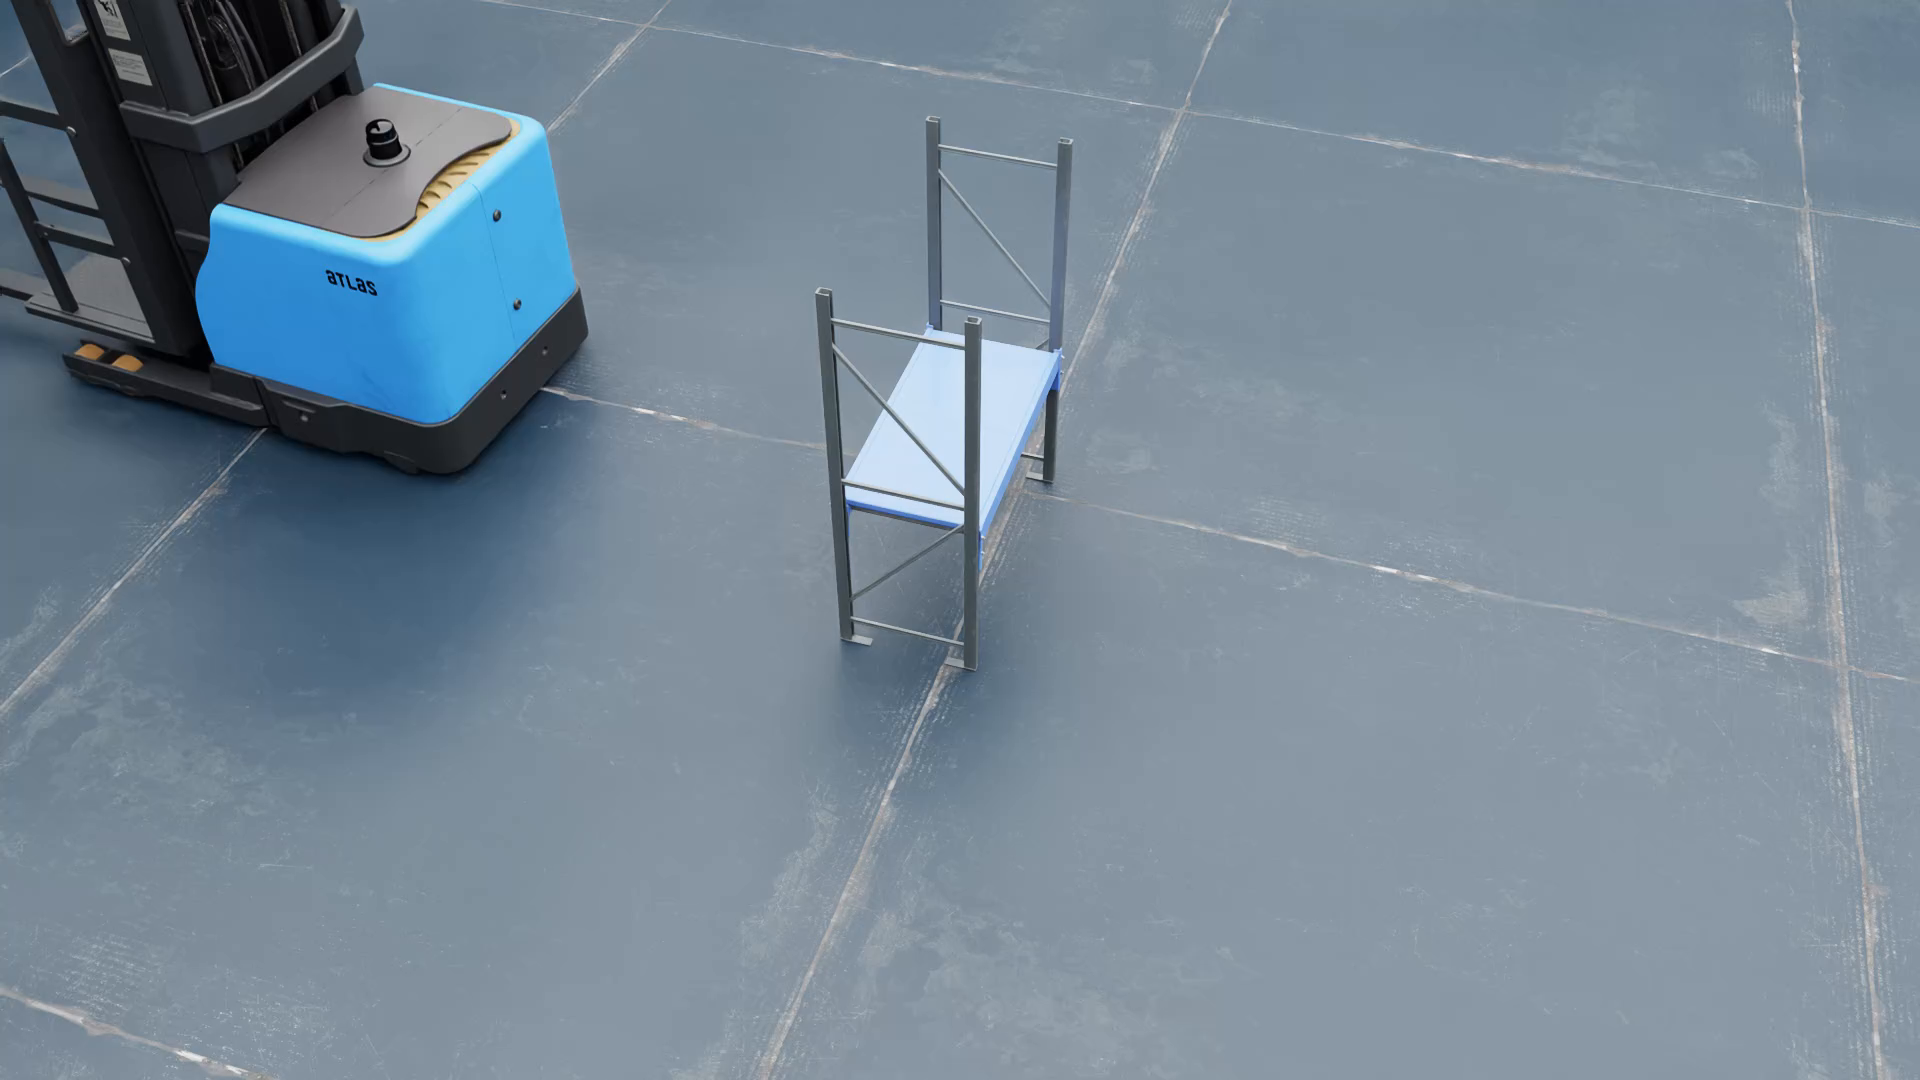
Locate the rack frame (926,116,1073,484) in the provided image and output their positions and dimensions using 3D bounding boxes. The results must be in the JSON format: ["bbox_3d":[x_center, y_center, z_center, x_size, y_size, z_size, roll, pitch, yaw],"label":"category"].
[{"bbox_3d":[0.128,-0.818,6.014,0.500,1.500,0.032,13,46,12],"label":"rack frame"}]

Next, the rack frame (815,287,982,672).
[{"bbox_3d":[-0.180,-0.140,5.321,0.500,1.500,0.032,13,46,12],"label":"rack frame"}]

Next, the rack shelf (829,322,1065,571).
[{"bbox_3d":[-0.026,-0.351,5.793,0.538,0.185,1.000,13,46,12],"label":"rack shelf"}]

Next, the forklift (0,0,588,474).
[{"bbox_3d":[-3.142,-1.967,6.164,3.031,2.935,1.130,16,47,16],"label":"forklift"}]

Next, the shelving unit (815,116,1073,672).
[{"bbox_3d":[-0.026,-0.479,5.667,0.538,1.500,1.048,13,46,12],"label":"shelving unit"}]
